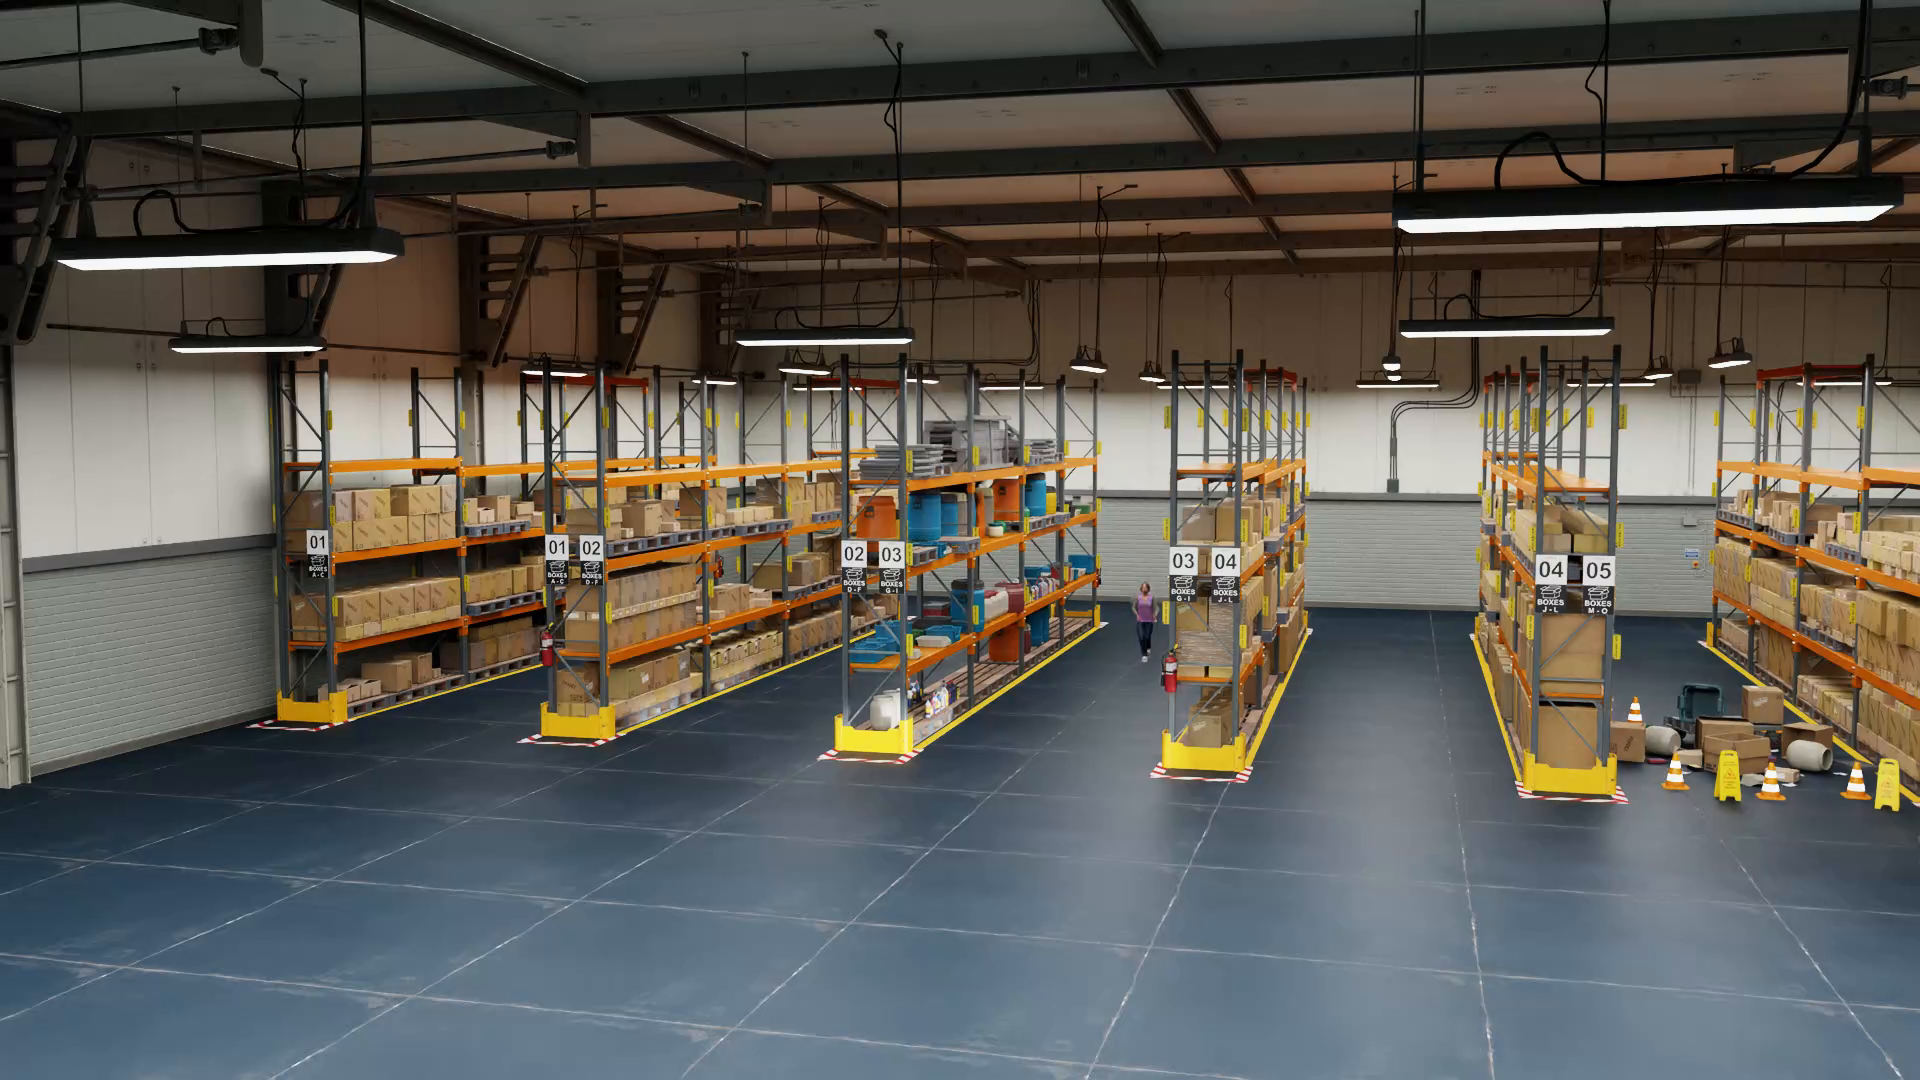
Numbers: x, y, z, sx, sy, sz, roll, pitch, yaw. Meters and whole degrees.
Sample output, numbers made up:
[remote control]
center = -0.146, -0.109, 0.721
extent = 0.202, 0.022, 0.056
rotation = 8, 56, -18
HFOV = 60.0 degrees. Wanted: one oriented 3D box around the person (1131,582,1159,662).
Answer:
[person]
center = 3.619, 1.606, 32.567
extent = 0.541, 1.555, 0.487
rotation = 1, 4, 11
